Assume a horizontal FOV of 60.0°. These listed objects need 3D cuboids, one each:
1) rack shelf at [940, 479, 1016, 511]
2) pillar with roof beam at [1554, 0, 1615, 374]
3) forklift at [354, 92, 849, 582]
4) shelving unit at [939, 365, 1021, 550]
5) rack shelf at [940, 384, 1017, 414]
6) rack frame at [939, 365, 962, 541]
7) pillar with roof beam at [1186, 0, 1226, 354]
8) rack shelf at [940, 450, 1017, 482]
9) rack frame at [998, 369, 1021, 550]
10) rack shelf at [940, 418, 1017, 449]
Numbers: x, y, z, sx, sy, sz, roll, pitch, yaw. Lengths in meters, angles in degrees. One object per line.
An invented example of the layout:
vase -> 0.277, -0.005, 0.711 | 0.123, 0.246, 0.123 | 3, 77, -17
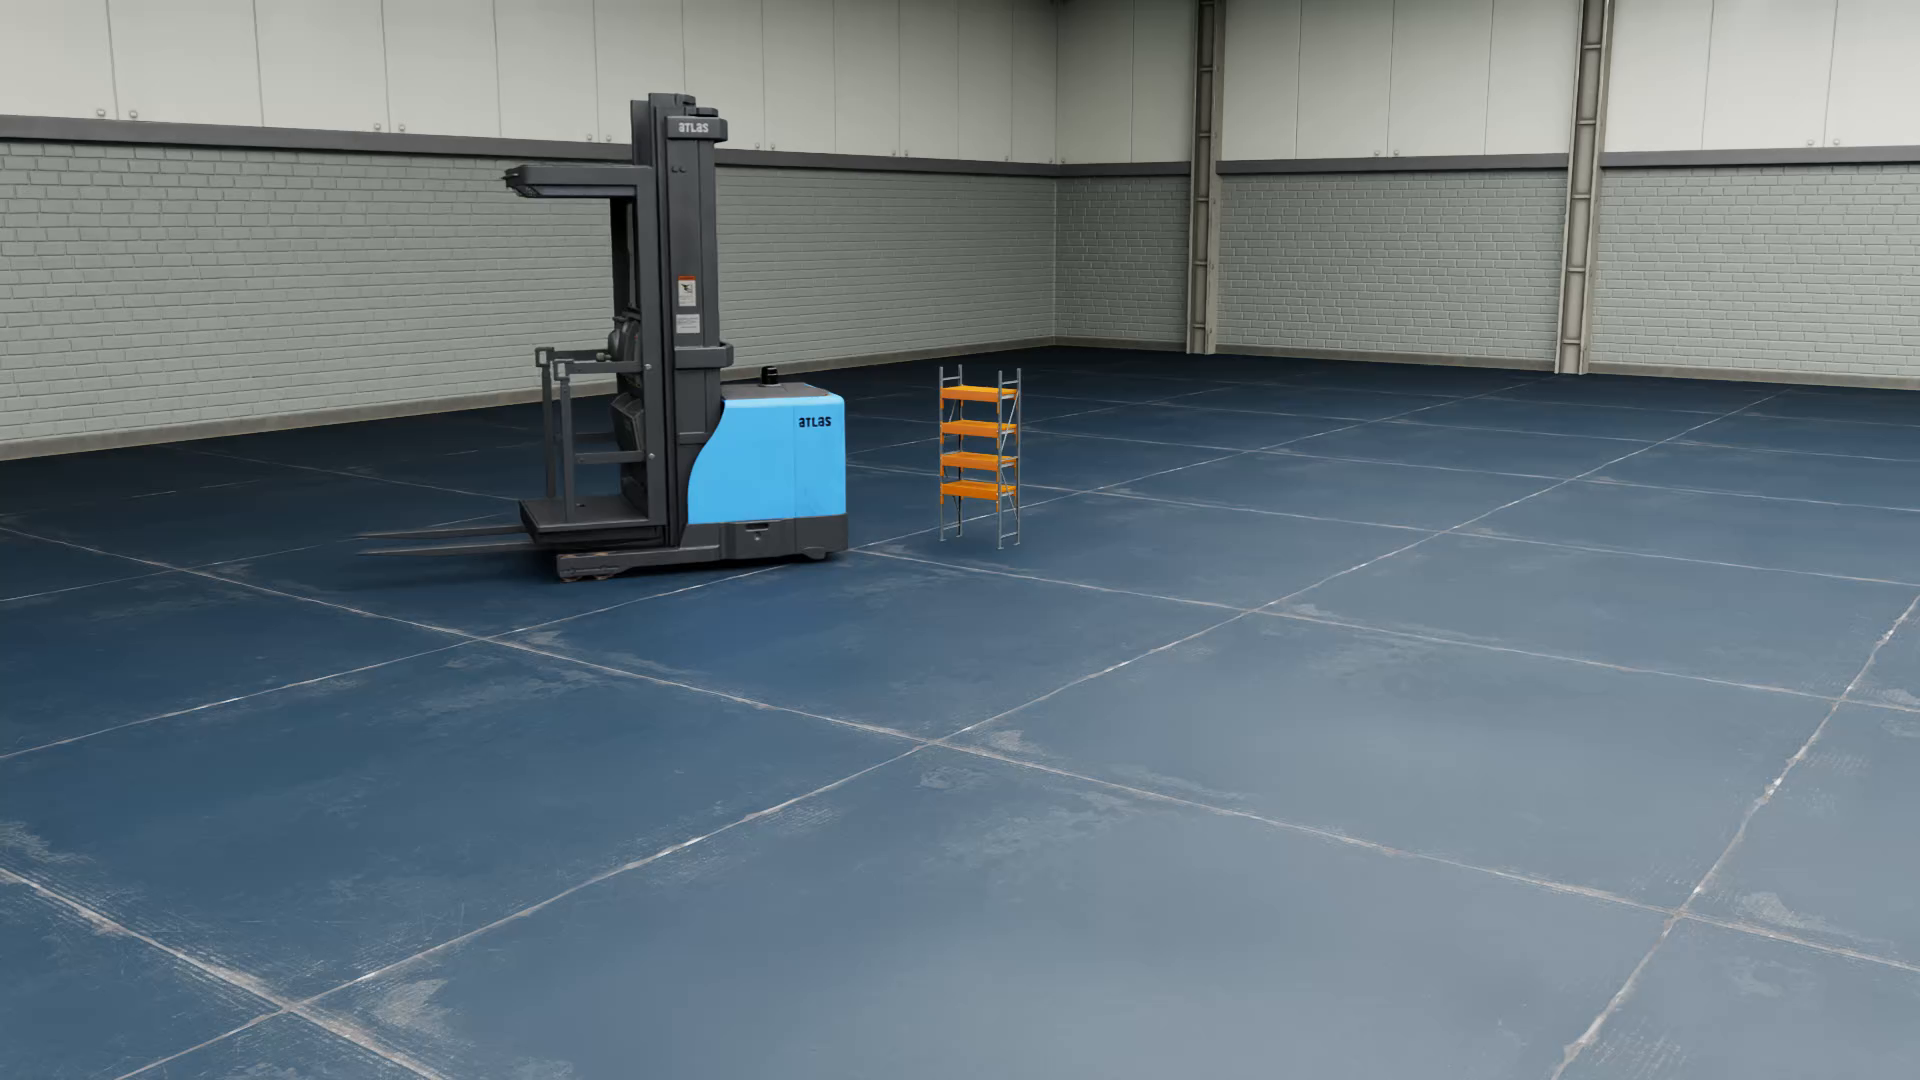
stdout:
rack shelf -> 0.133, -0.309, 11.370 | 0.480, 0.148, 0.258 | 8, 13, 36
pillar with roof beam -> 6.272, -6.170, 19.732 | 0.400, 9.000, 9.100 | 8, 13, 36
forklift -> -2.301, -1.295, 10.508 | 3.031, 2.935, 1.130 | -4, 12, -20
shelving unit -> 0.133, -0.570, 11.320 | 0.503, 1.200, 0.258 | 8, 13, 36
rack shelf -> 0.133, -0.956, 11.245 | 0.480, 0.148, 0.258 | 8, 13, 36
rack frame -> -0.063, -0.598, 11.461 | 0.015, 1.200, 0.240 | 8, 13, 36
pillar with roof beam -> 1.436, -6.845, 23.219 | 0.400, 9.000, 9.100 | 8, 13, 36
rack shelf -> 0.133, -0.504, 11.332 | 0.480, 0.148, 0.258 | 8, 13, 36
rack frame -> 0.330, -0.543, 11.178 | 0.015, 1.200, 0.240 | 8, 13, 36
rack shelf -> 0.133, -0.724, 11.290 | 0.480, 0.148, 0.258 | 8, 13, 36
